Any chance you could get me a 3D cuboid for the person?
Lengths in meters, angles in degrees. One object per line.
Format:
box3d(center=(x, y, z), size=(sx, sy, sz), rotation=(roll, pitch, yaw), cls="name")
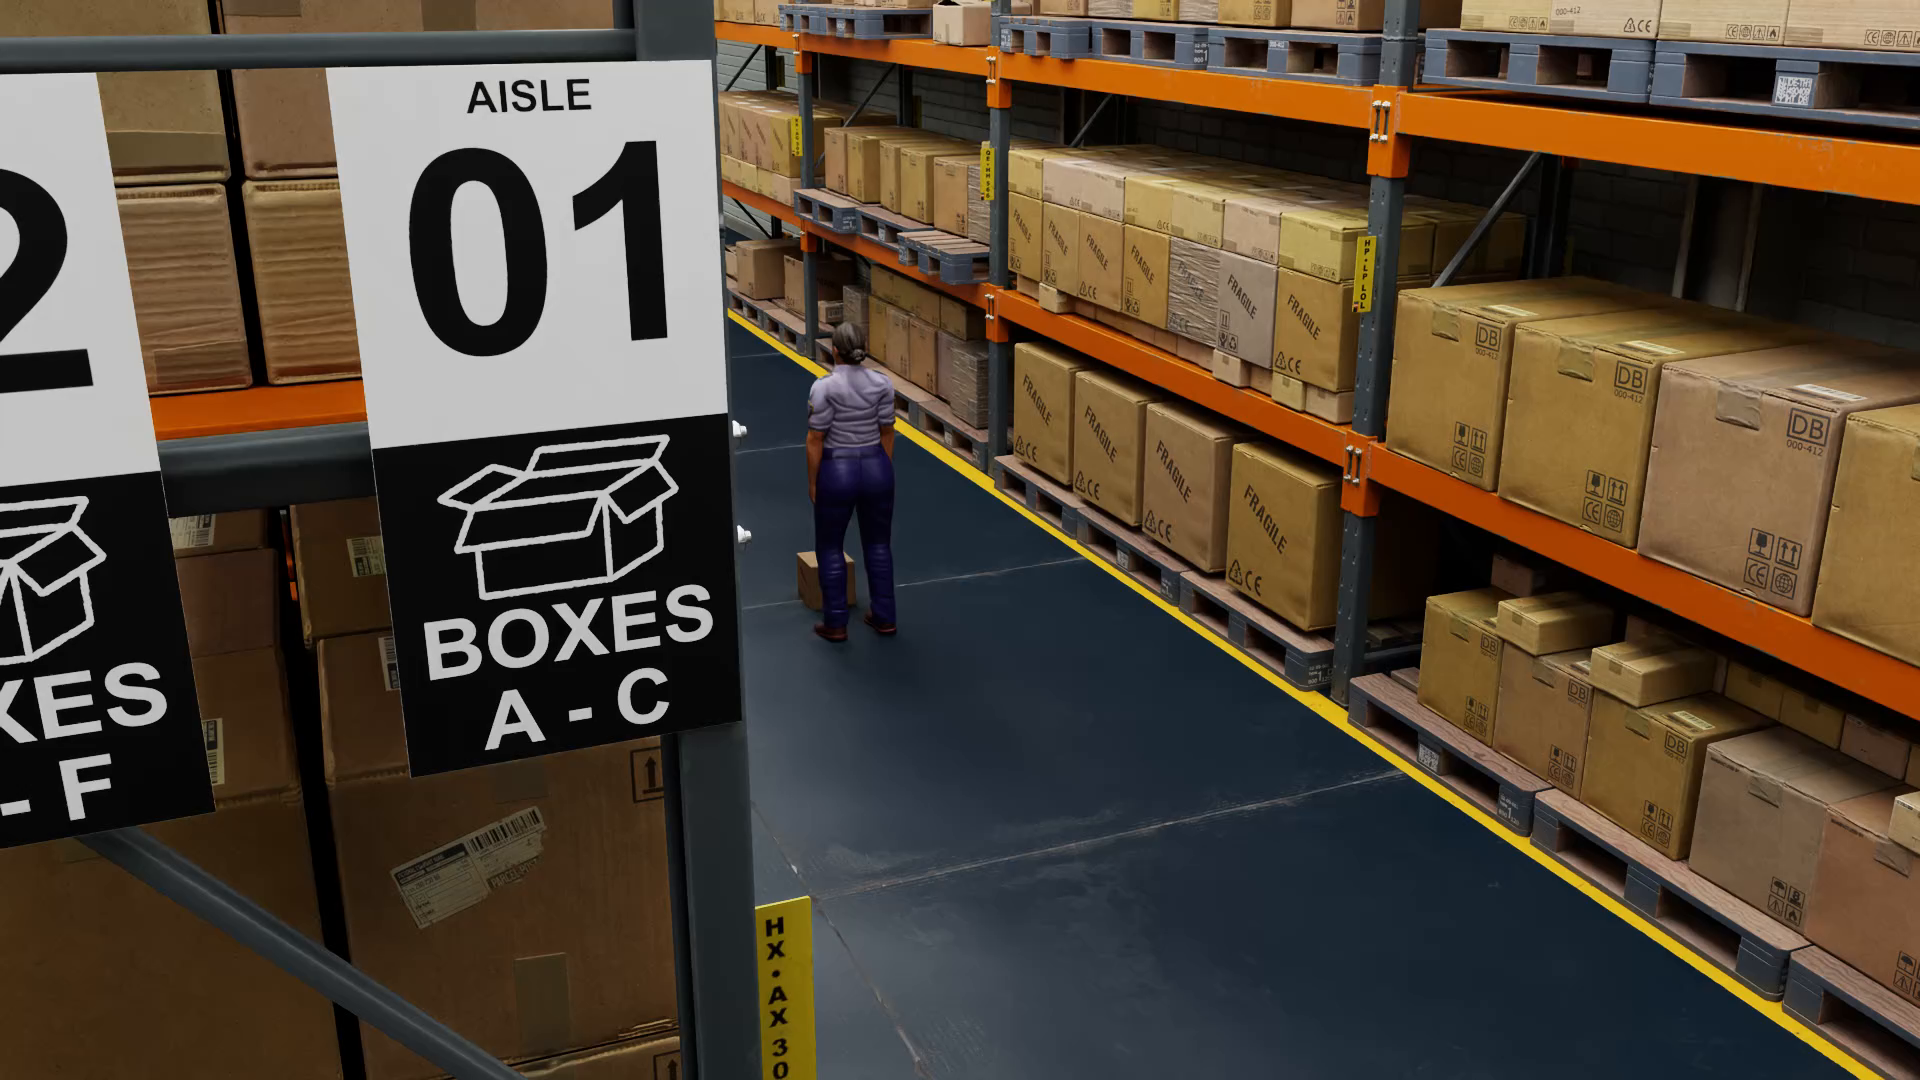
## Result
box3d(center=(-0.560, -0.295, 8.473), size=(0.466, 1.659, 0.343), rotation=(-7, 20, -21), cls="person")
